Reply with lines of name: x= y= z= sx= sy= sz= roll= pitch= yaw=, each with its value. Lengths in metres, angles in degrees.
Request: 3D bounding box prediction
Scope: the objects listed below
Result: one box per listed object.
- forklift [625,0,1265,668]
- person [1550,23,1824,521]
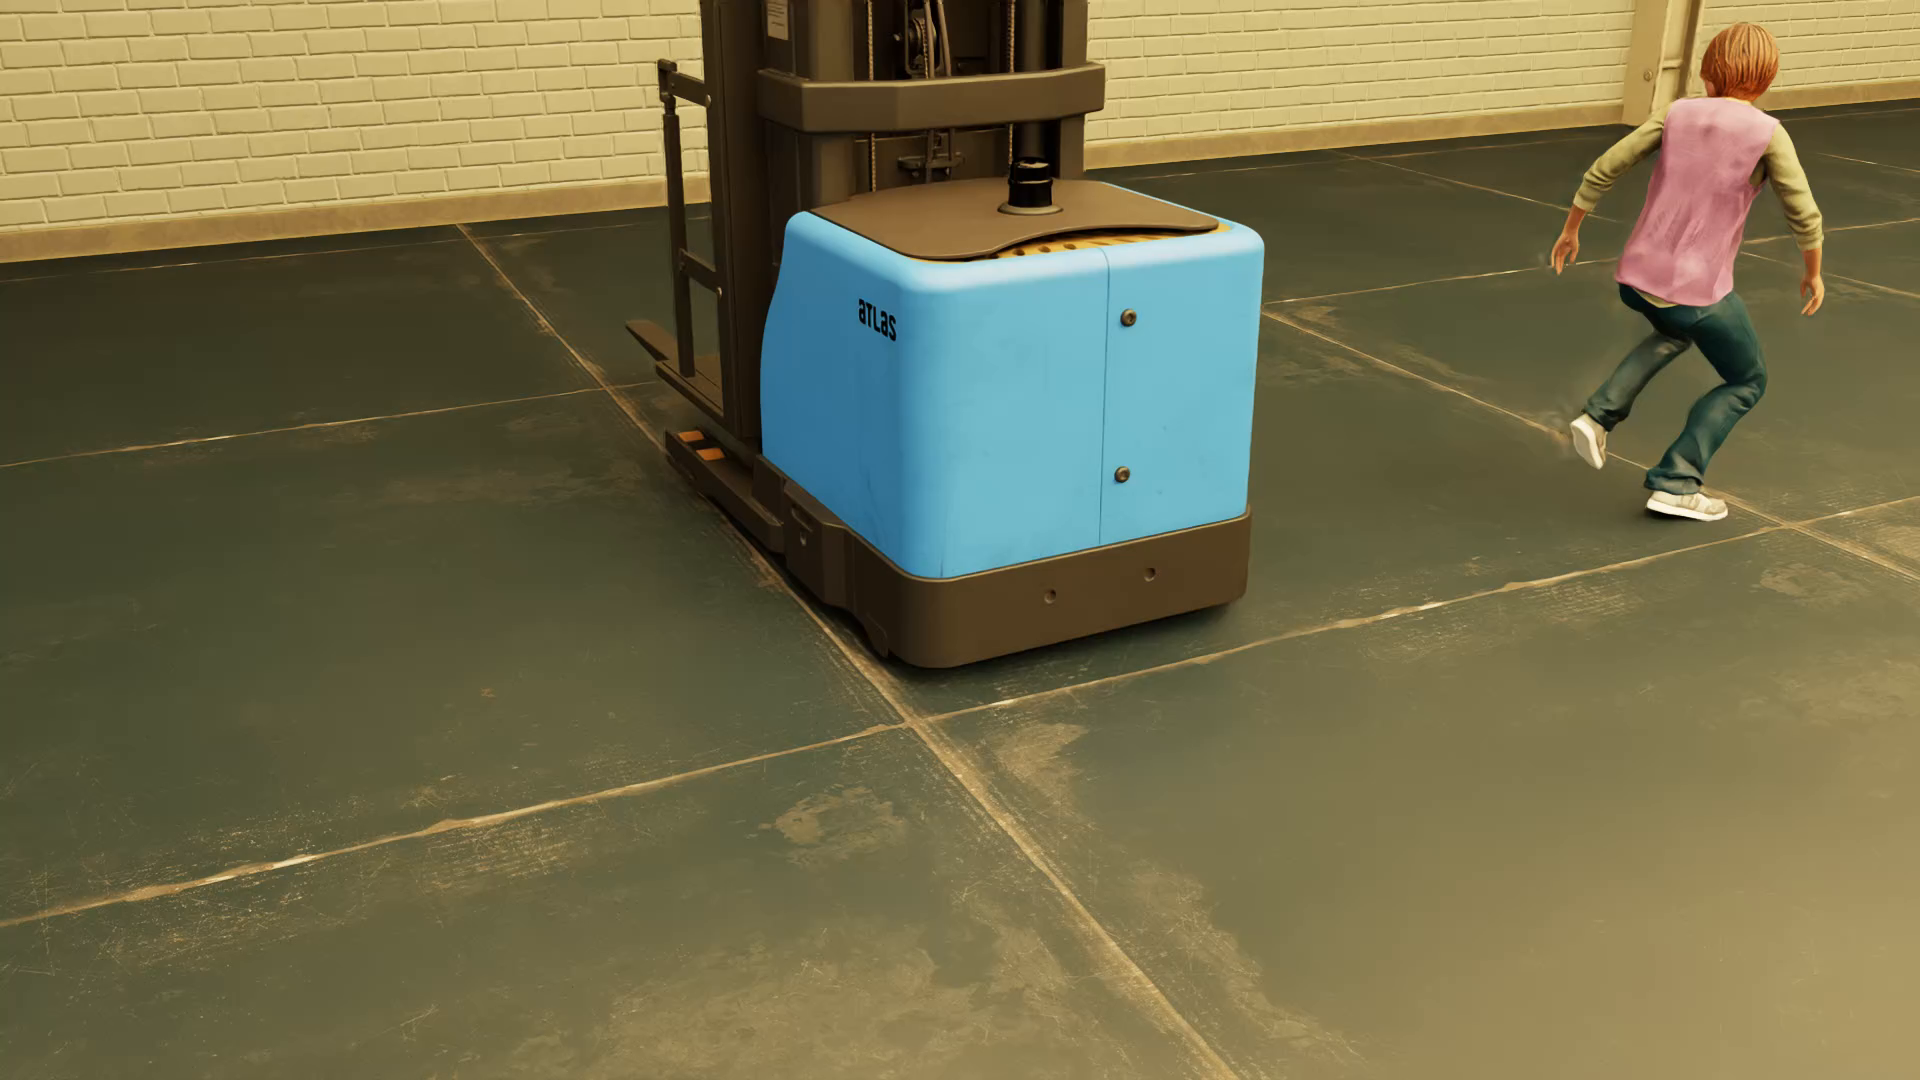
forklift: x=-0.335 y=-1.560 z=5.041 sx=1.130 sy=2.935 sz=3.031 roll=-11 pitch=25 yaw=-25
person: x=2.257 y=-0.814 z=5.140 sx=0.527 sy=1.502 sz=0.695 roll=-13 pitch=26 yaw=-28
